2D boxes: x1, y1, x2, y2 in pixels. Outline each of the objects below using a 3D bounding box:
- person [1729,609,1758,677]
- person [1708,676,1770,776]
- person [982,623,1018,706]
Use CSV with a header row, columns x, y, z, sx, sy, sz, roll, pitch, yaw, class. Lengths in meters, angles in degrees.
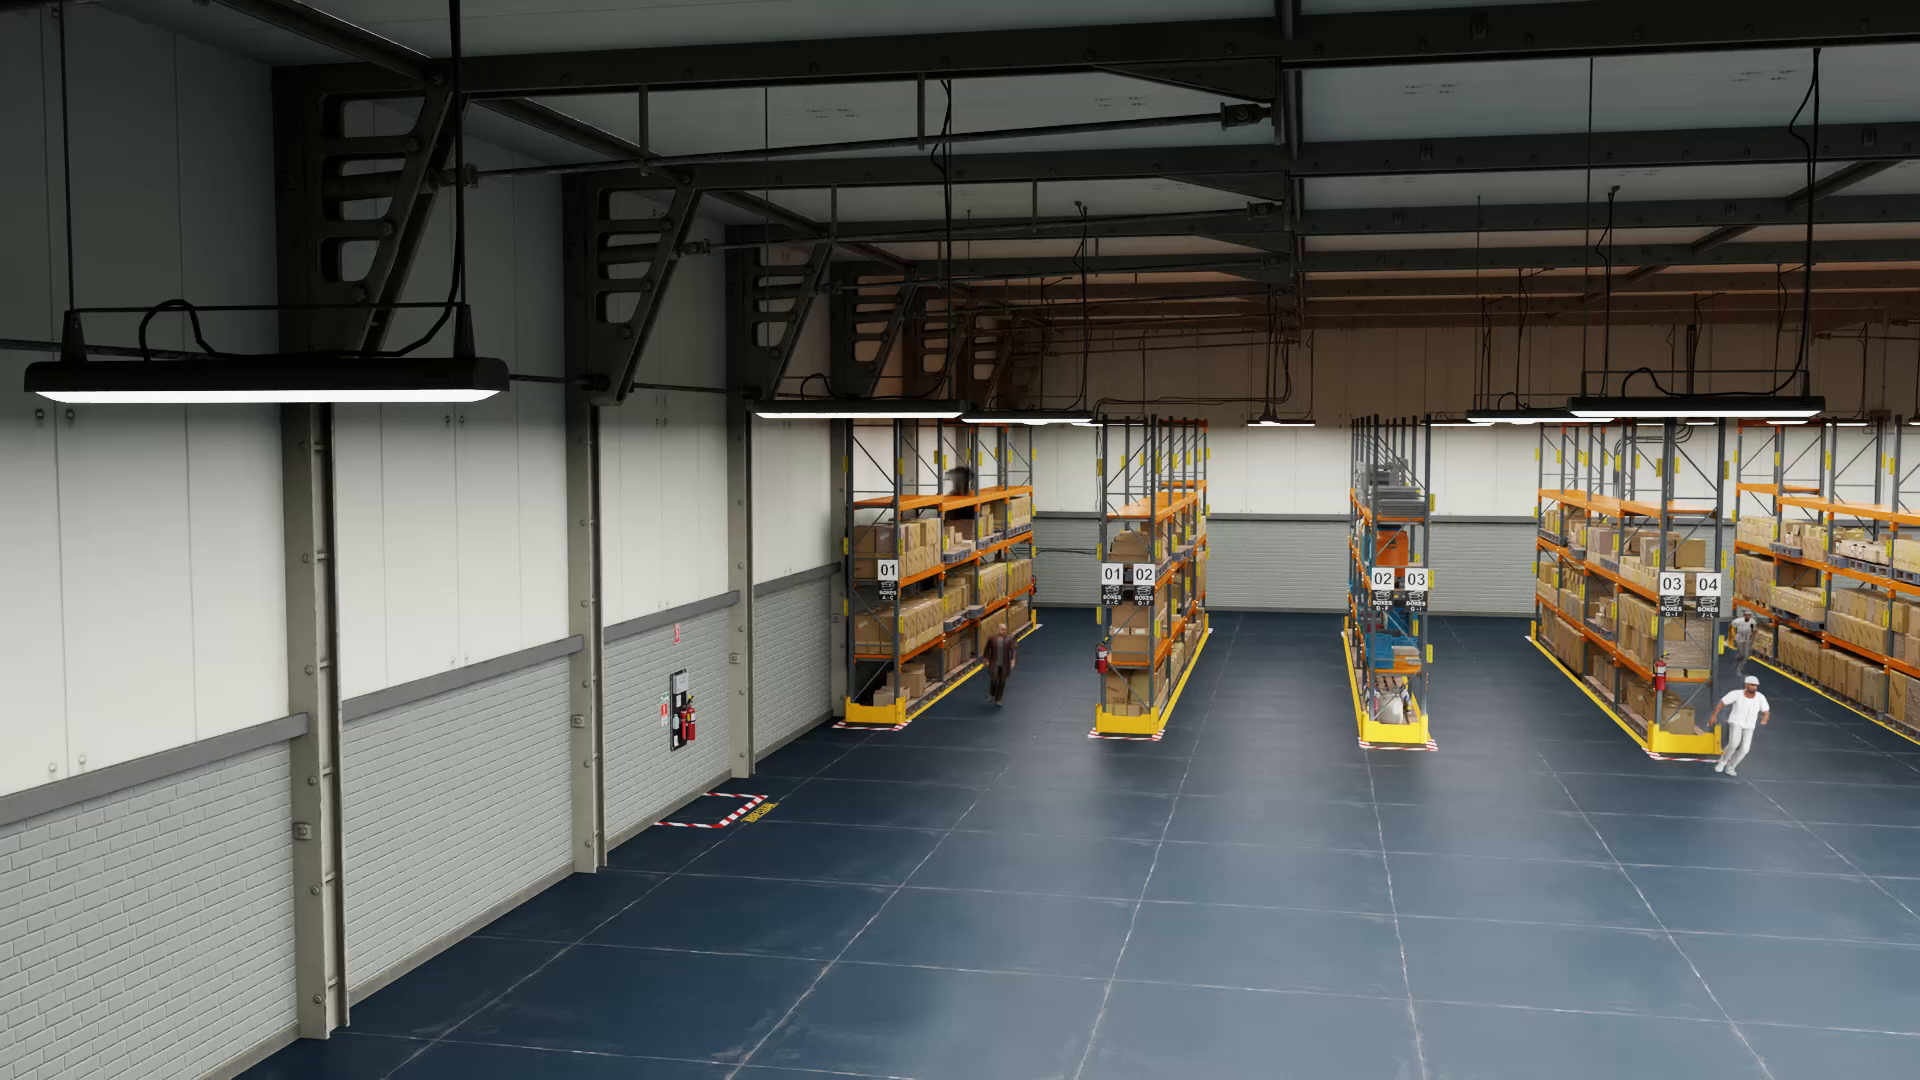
x,y,z,sx,sy,sz,roll,pitch,yaw,class
18.135,2.371,38.448,0.548,1.614,0.673,0,4,3,person
12.926,3.084,27.452,0.890,1.687,0.629,0,4,-1,person
0.832,2.573,34.220,0.706,1.738,0.822,0,4,-2,person
